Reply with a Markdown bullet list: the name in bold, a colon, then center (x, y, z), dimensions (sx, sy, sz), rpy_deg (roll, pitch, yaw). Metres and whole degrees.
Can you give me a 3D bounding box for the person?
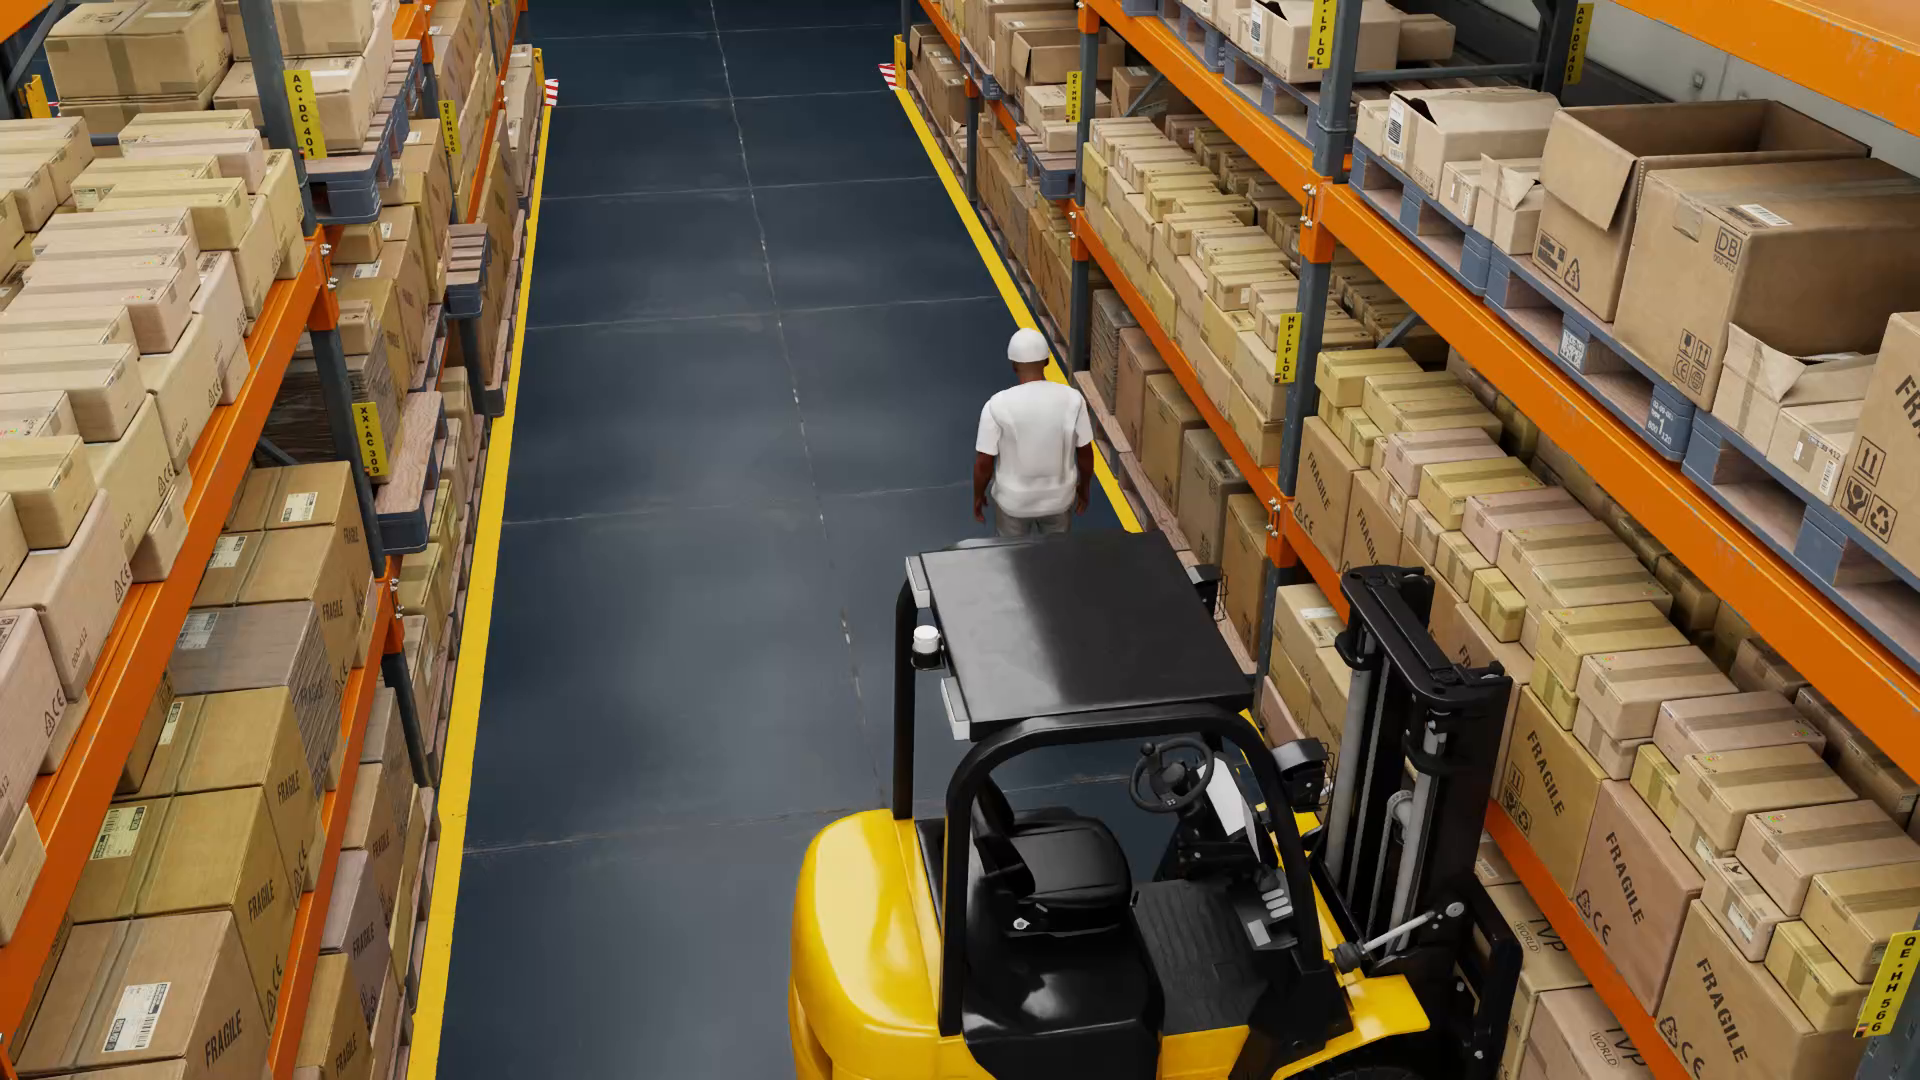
- **person**: center (0.370, -0.244, 8.533), dimensions (0.626, 1.761, 0.458), rpy_deg (-5, 31, -9)
